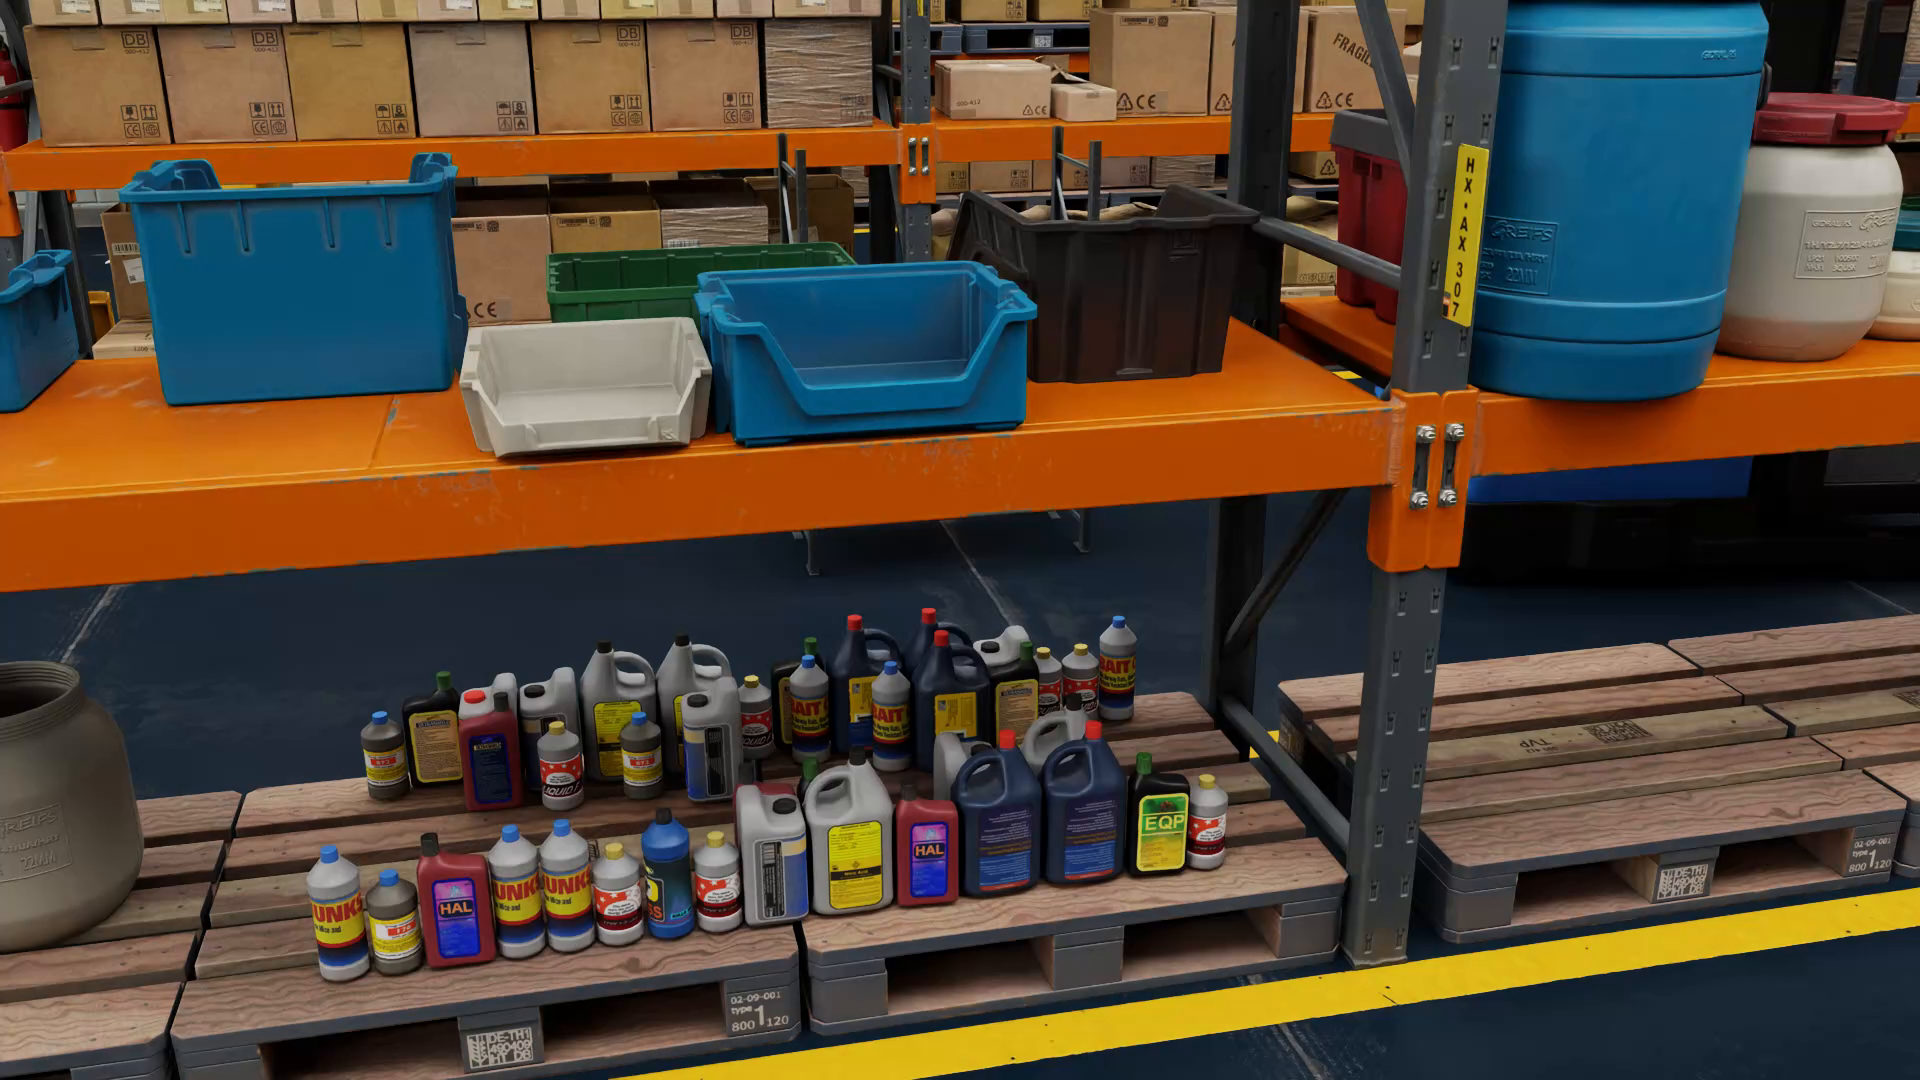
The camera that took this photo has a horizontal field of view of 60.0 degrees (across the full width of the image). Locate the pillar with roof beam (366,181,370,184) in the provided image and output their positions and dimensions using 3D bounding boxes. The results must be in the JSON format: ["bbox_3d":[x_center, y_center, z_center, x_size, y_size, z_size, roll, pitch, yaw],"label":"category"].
[{"bbox_3d":[-3.874,-5.343,7.817,0.400,9.000,9.100,-5,21,-12],"label":"pillar with roof beam"}]

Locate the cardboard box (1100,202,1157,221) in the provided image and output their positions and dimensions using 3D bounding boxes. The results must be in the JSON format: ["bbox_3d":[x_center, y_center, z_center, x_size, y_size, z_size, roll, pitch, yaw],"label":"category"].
[{"bbox_3d":[1.008,-1.660,9.057,0.500,0.311,0.500,-5,21,-13],"label":"cardboard box"}]

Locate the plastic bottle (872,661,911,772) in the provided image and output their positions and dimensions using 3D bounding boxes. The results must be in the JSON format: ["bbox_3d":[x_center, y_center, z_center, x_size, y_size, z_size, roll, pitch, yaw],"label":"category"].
[{"bbox_3d":[-0.169,0.429,4.109,0.097,0.271,0.097,0,20,0],"label":"plastic bottle"}]

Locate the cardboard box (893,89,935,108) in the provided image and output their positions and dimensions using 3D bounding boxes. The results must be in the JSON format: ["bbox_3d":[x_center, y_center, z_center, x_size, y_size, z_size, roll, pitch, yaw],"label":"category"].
[{"bbox_3d":[-0.314,-3.423,13.203,0.500,0.250,0.500,-5,21,-14],"label":"cardboard box"}]

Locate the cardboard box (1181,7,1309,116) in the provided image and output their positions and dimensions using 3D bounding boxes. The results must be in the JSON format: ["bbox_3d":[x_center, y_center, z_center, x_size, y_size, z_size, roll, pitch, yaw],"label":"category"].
[{"bbox_3d":[1.440,-2.464,8.535,0.500,0.500,0.500,-5,21,-12],"label":"cardboard box"}]

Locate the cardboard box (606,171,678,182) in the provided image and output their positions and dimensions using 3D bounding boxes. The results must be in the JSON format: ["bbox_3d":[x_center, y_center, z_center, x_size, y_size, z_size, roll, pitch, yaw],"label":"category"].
[{"bbox_3d":[-2.455,-2.876,12.799,0.500,0.500,0.500,-6,21,-17],"label":"cardboard box"}]

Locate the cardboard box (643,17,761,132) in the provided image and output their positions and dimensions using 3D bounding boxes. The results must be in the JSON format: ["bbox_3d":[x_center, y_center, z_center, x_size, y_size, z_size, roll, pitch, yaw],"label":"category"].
[{"bbox_3d":[-1.253,-2.246,7.941,0.500,0.500,0.700,-5,21,-13],"label":"cardboard box"}]

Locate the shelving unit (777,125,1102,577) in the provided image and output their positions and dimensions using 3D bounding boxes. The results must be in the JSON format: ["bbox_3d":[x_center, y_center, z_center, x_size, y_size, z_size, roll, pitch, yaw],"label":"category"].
[{"bbox_3d":[-0.083,-0.697,6.038,1.048,1.500,0.538,-5,21,-12],"label":"shelving unit"}]

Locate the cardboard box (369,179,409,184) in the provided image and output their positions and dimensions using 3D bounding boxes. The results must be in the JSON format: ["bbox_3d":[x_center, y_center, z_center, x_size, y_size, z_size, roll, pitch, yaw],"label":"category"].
[{"bbox_3d":[-4.098,-2.636,12.418,0.500,0.311,0.500,-3,20,-8],"label":"cardboard box"}]

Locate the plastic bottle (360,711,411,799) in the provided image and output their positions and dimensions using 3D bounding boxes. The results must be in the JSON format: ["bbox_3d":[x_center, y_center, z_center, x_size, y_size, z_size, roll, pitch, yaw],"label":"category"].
[{"bbox_3d":[-1.381,0.510,3.991,0.097,0.201,0.097,0,20,0],"label":"plastic bottle"}]

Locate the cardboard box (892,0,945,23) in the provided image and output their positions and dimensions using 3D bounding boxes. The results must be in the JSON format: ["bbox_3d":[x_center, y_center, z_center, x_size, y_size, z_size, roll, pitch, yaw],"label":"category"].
[{"bbox_3d":[-0.406,-4.263,12.806,0.500,0.500,0.700,-3,20,-7],"label":"cardboard box"}]

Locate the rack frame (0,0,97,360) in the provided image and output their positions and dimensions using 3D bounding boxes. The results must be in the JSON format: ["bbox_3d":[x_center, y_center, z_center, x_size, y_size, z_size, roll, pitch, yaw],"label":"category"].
[{"bbox_3d":[-4.204,-1.964,7.315,0.127,3.000,1.000,-5,21,-12],"label":"rack frame"}]

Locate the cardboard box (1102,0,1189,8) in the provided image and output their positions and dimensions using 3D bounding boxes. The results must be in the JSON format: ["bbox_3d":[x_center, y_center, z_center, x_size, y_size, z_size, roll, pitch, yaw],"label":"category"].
[{"bbox_3d":[1.445,-4.415,13.221,0.500,0.500,0.700,-7,21,-18],"label":"cardboard box"}]

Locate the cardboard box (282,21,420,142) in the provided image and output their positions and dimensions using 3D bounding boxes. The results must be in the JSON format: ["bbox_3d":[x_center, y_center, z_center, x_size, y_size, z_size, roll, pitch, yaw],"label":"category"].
[{"bbox_3d":[-2.752,-2.124,7.607,0.500,0.500,0.700,-5,21,-12],"label":"cardboard box"}]

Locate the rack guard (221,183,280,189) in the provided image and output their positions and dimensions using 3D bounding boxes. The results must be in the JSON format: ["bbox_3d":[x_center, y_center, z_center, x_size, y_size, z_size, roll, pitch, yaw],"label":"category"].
[{"bbox_3d":[-5.273,-2.454,12.288,0.348,0.500,1.175,-5,21,-12],"label":"rack guard"}]

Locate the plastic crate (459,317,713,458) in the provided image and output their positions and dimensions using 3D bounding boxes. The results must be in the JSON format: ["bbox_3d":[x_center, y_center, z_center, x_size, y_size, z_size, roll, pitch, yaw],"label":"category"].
[{"bbox_3d":[-0.697,-0.285,3.116,0.437,0.136,0.530,-5,21,-12],"label":"plastic crate"}]

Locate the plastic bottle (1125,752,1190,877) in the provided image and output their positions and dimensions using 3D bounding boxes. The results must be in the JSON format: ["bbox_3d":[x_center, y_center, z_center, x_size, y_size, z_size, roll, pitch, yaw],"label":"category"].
[{"bbox_3d":[0.433,0.595,3.639,0.133,0.283,0.061,-4,20,-10],"label":"plastic bottle"}]

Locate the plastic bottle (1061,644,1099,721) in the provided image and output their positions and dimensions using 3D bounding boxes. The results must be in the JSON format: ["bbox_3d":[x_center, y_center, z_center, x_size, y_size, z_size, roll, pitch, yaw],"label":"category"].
[{"bbox_3d":[0.315,0.372,4.368,0.097,0.201,0.097,0,20,0],"label":"plastic bottle"}]

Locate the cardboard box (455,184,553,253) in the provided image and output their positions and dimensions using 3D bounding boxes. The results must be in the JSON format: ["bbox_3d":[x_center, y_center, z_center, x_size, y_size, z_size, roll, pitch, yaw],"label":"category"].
[{"bbox_3d":[-2.294,-1.488,8.311,0.500,0.500,0.500,-5,21,-12],"label":"cardboard box"}]

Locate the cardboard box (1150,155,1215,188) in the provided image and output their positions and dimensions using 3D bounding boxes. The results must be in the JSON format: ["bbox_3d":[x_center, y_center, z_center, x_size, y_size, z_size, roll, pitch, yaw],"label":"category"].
[{"bbox_3d":[1.750,-3.214,13.721,0.500,0.500,0.700,-4,21,-12],"label":"cardboard box"}]

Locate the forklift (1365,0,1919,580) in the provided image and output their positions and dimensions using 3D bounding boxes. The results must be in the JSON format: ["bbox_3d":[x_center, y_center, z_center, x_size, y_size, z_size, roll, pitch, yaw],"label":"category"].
[{"bbox_3d":[3.169,-1.421,5.931,3.031,2.935,1.130,-1,20,-4],"label":"forklift"}]

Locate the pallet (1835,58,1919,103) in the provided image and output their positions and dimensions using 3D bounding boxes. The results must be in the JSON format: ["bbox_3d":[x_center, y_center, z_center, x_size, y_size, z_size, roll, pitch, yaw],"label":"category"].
[{"bbox_3d":[5.473,-2.663,9.501,1.213,0.211,1.003,-5,21,-12],"label":"pallet"}]

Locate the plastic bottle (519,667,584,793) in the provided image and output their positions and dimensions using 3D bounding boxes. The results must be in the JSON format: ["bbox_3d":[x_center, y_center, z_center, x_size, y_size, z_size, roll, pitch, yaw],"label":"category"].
[{"bbox_3d":[-0.994,0.453,4.038,0.135,0.276,0.152,-5,21,-14],"label":"plastic bottle"}]

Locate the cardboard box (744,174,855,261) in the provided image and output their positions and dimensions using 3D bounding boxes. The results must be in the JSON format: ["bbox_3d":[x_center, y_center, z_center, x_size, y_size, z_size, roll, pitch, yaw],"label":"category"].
[{"bbox_3d":[-0.834,-1.607,8.637,0.500,0.500,0.500,-5,21,-12],"label":"cardboard box"}]

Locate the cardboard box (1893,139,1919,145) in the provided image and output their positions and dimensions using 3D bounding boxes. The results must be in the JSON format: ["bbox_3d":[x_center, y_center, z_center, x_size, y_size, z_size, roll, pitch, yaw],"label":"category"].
[{"bbox_3d":[5.974,-2.263,10.036,0.500,0.250,0.500,-5,21,-12],"label":"cardboard box"}]

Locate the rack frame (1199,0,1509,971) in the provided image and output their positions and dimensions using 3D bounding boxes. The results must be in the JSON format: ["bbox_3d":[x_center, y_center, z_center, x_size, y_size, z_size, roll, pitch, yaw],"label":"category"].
[{"bbox_3d":[0.825,-0.622,3.653,0.127,3.000,1.000,-5,21,-12],"label":"rack frame"}]

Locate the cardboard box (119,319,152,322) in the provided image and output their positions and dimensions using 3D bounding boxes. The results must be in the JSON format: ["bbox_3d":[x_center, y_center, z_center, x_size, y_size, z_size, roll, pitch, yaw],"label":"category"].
[{"bbox_3d":[-3.750,-1.011,8.102,0.500,0.250,0.500,-5,21,-12],"label":"cardboard box"}]

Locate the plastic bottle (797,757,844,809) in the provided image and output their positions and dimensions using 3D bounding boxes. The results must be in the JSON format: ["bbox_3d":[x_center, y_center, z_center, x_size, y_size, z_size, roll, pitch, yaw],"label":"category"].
[{"bbox_3d":[-0.285,0.603,3.618,0.133,0.283,0.061,-5,21,-12],"label":"plastic bottle"}]

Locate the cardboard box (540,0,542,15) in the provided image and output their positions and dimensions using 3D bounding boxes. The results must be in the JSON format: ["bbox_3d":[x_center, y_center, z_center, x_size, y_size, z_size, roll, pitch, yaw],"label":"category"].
[{"bbox_3d":[-1.870,-2.572,7.888,0.250,0.149,0.380,-5,21,-14],"label":"cardboard box"}]

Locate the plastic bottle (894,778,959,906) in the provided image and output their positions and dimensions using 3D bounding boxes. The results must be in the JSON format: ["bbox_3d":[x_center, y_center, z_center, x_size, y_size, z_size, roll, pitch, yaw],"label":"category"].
[{"bbox_3d":[-0.071,0.636,3.527,0.133,0.283,0.061,-3,20,-9],"label":"plastic bottle"}]

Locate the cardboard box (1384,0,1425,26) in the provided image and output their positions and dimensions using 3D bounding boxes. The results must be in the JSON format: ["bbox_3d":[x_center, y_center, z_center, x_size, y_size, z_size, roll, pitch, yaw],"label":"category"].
[{"bbox_3d":[3.482,-4.442,13.474,0.500,0.500,0.500,-4,20,-11],"label":"cardboard box"}]

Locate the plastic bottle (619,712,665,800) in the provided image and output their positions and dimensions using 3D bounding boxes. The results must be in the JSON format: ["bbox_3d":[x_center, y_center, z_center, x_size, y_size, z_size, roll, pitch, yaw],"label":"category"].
[{"bbox_3d":[-0.764,0.510,3.989,0.097,0.201,0.097,0,20,0],"label":"plastic bottle"}]

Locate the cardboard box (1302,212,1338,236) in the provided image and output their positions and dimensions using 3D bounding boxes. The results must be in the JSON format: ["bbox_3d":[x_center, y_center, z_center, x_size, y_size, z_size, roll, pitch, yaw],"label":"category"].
[{"bbox_3d":[2.133,-1.560,8.785,0.500,0.311,0.500,-5,21,-13],"label":"cardboard box"}]

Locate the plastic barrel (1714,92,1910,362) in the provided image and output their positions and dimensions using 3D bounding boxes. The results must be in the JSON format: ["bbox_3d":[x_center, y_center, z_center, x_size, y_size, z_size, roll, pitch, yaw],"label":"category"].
[{"bbox_3d":[1.807,-0.688,3.635,0.433,0.535,0.433,0,20,0],"label":"plastic barrel"}]

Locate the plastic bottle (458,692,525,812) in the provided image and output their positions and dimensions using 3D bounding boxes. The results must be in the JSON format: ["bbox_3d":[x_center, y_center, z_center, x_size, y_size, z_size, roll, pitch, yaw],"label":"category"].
[{"bbox_3d":[-1.104,0.496,3.909,0.133,0.283,0.061,-5,21,-12],"label":"plastic bottle"}]

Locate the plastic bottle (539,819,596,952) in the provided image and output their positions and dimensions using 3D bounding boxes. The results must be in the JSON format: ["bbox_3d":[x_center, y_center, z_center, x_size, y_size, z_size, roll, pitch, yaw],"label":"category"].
[{"bbox_3d":[-0.800,0.695,3.384,0.097,0.271,0.097,0,20,0],"label":"plastic bottle"}]

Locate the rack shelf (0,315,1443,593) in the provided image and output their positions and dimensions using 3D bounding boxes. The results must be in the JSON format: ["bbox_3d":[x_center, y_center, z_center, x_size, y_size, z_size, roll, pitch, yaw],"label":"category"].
[{"bbox_3d":[-1.121,-0.126,3.344,4.000,0.370,1.077,-5,21,-12],"label":"rack shelf"}]

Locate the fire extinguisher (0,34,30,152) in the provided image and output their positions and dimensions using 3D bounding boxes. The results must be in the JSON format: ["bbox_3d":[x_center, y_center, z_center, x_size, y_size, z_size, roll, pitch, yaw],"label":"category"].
[{"bbox_3d":[-4.426,-2.074,7.728,0.183,0.674,0.296,-5,21,-12],"label":"fire extinguisher"}]

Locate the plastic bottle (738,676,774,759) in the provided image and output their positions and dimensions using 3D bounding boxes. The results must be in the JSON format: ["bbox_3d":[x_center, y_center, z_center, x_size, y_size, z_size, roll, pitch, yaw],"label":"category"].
[{"bbox_3d":[-0.520,0.440,4.182,0.097,0.201,0.097,0,20,0],"label":"plastic bottle"}]

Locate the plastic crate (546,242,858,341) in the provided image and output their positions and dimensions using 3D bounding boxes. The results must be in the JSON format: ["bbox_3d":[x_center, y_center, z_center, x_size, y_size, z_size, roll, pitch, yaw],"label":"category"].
[{"bbox_3d":[-0.561,-0.510,3.654,0.662,0.188,0.450,-5,21,-12],"label":"plastic crate"}]

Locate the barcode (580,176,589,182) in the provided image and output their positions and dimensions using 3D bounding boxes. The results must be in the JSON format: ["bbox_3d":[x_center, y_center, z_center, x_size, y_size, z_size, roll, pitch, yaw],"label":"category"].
[{"bbox_3d":[-2.922,-2.796,12.930,0.075,0.075,0.001,-5,21,-12],"label":"barcode"}]

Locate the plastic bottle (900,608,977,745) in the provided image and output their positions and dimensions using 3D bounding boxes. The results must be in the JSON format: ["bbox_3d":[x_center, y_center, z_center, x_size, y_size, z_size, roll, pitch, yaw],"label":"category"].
[{"bbox_3d":[-0.056,0.340,4.237,0.185,0.351,0.144,-4,21,-11],"label":"plastic bottle"}]

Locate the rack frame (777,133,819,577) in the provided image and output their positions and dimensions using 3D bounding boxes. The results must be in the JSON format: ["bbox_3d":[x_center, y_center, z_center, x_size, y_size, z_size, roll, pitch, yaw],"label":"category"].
[{"bbox_3d":[-0.578,-0.657,5.928,0.032,1.500,0.500,-5,21,-12],"label":"rack frame"}]

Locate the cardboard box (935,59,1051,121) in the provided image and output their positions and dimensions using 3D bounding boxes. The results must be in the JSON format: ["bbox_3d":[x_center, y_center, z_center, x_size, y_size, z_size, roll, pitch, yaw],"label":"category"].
[{"bbox_3d":[0.158,-2.264,8.352,0.500,0.250,0.500,-3,20,-9],"label":"cardboard box"}]

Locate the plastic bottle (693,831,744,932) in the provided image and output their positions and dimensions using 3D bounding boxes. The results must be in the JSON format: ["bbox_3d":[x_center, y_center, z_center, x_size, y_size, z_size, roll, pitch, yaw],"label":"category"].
[{"bbox_3d":[-0.504,0.703,3.462,0.097,0.201,0.097,0,20,0],"label":"plastic bottle"}]

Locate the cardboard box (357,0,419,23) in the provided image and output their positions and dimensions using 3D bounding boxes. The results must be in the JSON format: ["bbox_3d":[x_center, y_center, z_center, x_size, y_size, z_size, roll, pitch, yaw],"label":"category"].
[{"bbox_3d":[-2.519,-2.377,7.355,0.250,0.149,0.380,-5,21,-13],"label":"cardboard box"}]

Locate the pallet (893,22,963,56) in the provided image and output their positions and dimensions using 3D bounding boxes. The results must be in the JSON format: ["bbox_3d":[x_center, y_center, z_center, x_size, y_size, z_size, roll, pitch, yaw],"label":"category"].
[{"bbox_3d":[-0.677,-3.860,12.771,1.213,0.211,1.003,-5,21,-12],"label":"pallet"}]

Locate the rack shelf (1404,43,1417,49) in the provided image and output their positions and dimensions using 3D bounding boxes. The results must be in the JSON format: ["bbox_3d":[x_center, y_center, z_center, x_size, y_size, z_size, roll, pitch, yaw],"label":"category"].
[{"bbox_3d":[4.385,-4.076,14.126,4.000,0.370,1.077,-5,21,-12],"label":"rack shelf"}]

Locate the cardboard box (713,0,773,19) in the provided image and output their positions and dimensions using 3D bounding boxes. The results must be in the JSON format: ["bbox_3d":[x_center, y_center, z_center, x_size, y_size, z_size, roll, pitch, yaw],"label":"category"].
[{"bbox_3d":[-1.022,-2.498,7.686,0.250,0.149,0.380,-5,21,-14],"label":"cardboard box"}]

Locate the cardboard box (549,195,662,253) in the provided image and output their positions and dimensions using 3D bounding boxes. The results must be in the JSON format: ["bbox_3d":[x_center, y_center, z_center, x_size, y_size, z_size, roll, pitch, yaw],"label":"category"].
[{"bbox_3d":[-1.687,-1.352,7.943,0.500,0.500,0.500,-5,21,-12],"label":"cardboard box"}]

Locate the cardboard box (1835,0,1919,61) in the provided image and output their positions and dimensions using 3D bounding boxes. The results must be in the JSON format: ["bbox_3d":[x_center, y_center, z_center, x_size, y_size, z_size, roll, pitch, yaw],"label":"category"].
[{"bbox_3d":[5.103,-2.937,9.217,0.500,0.500,0.700,-1,20,-2],"label":"cardboard box"}]

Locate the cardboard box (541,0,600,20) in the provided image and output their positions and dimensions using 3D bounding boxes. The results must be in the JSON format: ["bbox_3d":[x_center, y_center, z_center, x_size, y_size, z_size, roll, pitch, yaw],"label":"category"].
[{"bbox_3d":[-1.762,-2.439,7.523,0.250,0.149,0.380,-4,21,-11],"label":"cardboard box"}]

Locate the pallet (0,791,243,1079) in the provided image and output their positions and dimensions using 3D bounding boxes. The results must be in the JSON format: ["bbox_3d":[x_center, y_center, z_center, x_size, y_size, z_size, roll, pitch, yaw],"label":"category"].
[{"bbox_3d":[-2.212,0.919,3.498,1.213,0.211,1.003,-5,21,-12],"label":"pallet"}]

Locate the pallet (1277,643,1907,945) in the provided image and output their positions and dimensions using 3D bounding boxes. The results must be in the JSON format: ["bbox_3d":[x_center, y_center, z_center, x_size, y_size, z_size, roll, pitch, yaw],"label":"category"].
[{"bbox_3d":[1.581,0.612,4.337,1.213,0.211,1.003,-5,21,-12],"label":"pallet"}]

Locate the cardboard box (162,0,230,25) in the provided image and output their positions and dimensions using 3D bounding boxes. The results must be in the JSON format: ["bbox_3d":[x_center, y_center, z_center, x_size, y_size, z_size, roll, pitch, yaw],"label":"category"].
[{"bbox_3d":[-3.273,-2.316,7.187,0.250,0.149,0.380,-5,21,-12],"label":"cardboard box"}]

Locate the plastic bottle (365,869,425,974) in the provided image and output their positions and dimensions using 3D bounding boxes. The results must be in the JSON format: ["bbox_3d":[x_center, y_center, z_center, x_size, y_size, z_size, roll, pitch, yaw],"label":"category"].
[{"bbox_3d":[-1.131,0.754,3.323,0.097,0.201,0.097,0,20,0],"label":"plastic bottle"}]

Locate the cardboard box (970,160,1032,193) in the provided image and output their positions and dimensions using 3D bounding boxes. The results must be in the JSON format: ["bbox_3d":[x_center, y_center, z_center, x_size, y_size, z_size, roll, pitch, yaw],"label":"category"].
[{"bbox_3d":[0.255,-3.120,13.465,0.500,0.500,0.700,-4,21,-12],"label":"cardboard box"}]

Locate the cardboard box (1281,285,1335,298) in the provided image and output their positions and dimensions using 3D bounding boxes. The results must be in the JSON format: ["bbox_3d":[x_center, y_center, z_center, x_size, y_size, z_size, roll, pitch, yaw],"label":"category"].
[{"bbox_3d":[1.635,-1.258,8.774,0.500,0.250,0.500,-4,21,-11],"label":"cardboard box"}]

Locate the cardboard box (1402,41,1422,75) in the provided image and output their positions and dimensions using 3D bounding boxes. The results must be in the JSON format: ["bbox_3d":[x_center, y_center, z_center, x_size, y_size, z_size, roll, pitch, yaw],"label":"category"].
[{"bbox_3d":[2.667,-2.549,9.043,0.500,0.311,0.500,-5,21,-13],"label":"cardboard box"}]
